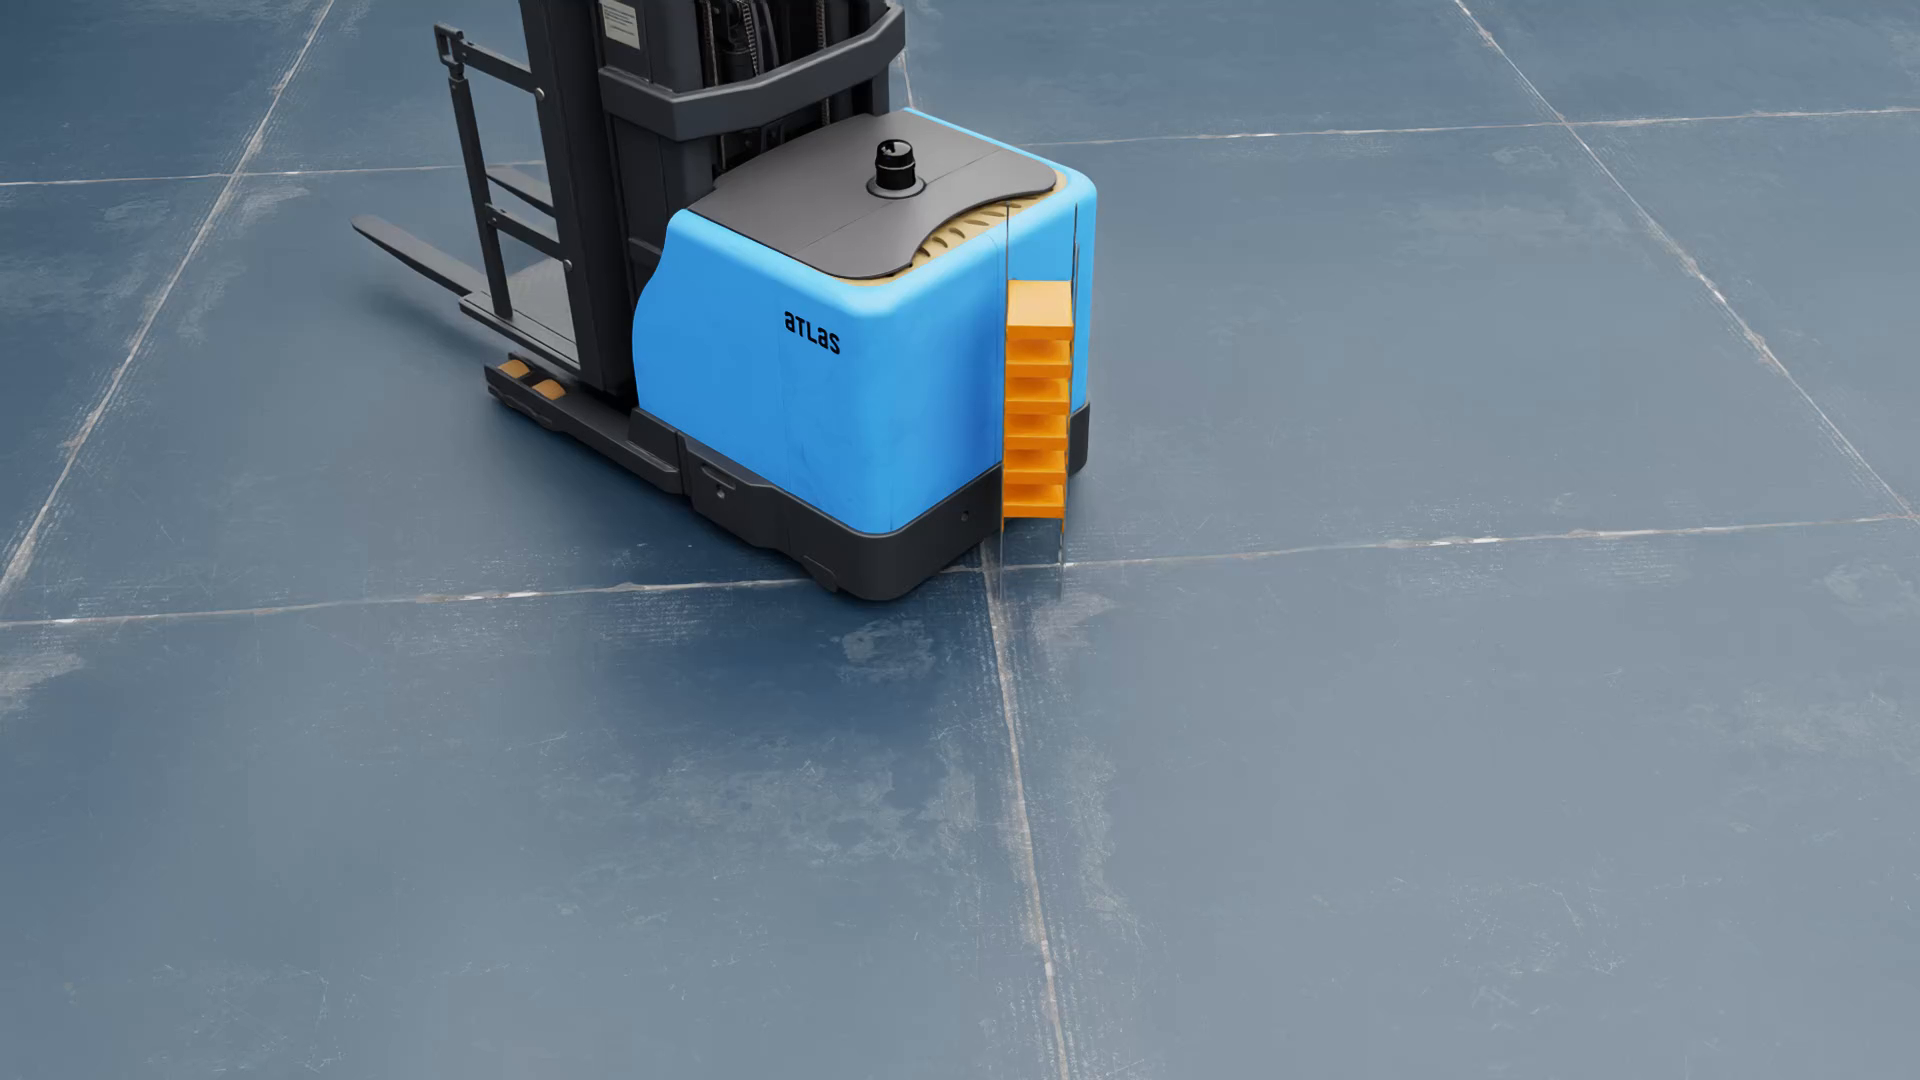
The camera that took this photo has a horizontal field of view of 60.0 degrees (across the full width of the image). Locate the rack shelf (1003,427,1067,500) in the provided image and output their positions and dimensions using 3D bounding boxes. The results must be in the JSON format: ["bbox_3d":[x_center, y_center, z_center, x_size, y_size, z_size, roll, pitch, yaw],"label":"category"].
[{"bbox_3d":[0.217,-0.233,4.842,0.180,0.103,0.258,1,38,1],"label":"rack shelf"}]

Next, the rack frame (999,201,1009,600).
[{"bbox_3d":[0.125,-0.364,4.742,0.006,1.200,0.240,1,38,1],"label":"rack frame"}]

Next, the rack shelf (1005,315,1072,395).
[{"bbox_3d":[0.217,-0.516,4.619,0.180,0.103,0.258,1,38,1],"label":"rack shelf"}]

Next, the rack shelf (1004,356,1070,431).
[{"bbox_3d":[0.217,-0.422,4.693,0.180,0.103,0.258,1,38,1],"label":"rack shelf"}]

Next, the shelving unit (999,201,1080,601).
[{"bbox_3d":[0.217,-0.362,4.740,0.189,1.200,0.258,1,38,1],"label":"shelving unit"}]

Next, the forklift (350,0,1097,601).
[{"bbox_3d":[-1.019,-1.716,5.130,3.031,2.843,1.129,29,47,31],"label":"forklift"}]

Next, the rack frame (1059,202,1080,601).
[{"bbox_3d":[0.308,-0.360,4.738,0.006,1.200,0.240,1,38,1],"label":"rack frame"}]

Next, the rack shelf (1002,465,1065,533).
[{"bbox_3d":[0.216,-0.139,4.916,0.180,0.103,0.258,1,38,1],"label":"rack shelf"}]
